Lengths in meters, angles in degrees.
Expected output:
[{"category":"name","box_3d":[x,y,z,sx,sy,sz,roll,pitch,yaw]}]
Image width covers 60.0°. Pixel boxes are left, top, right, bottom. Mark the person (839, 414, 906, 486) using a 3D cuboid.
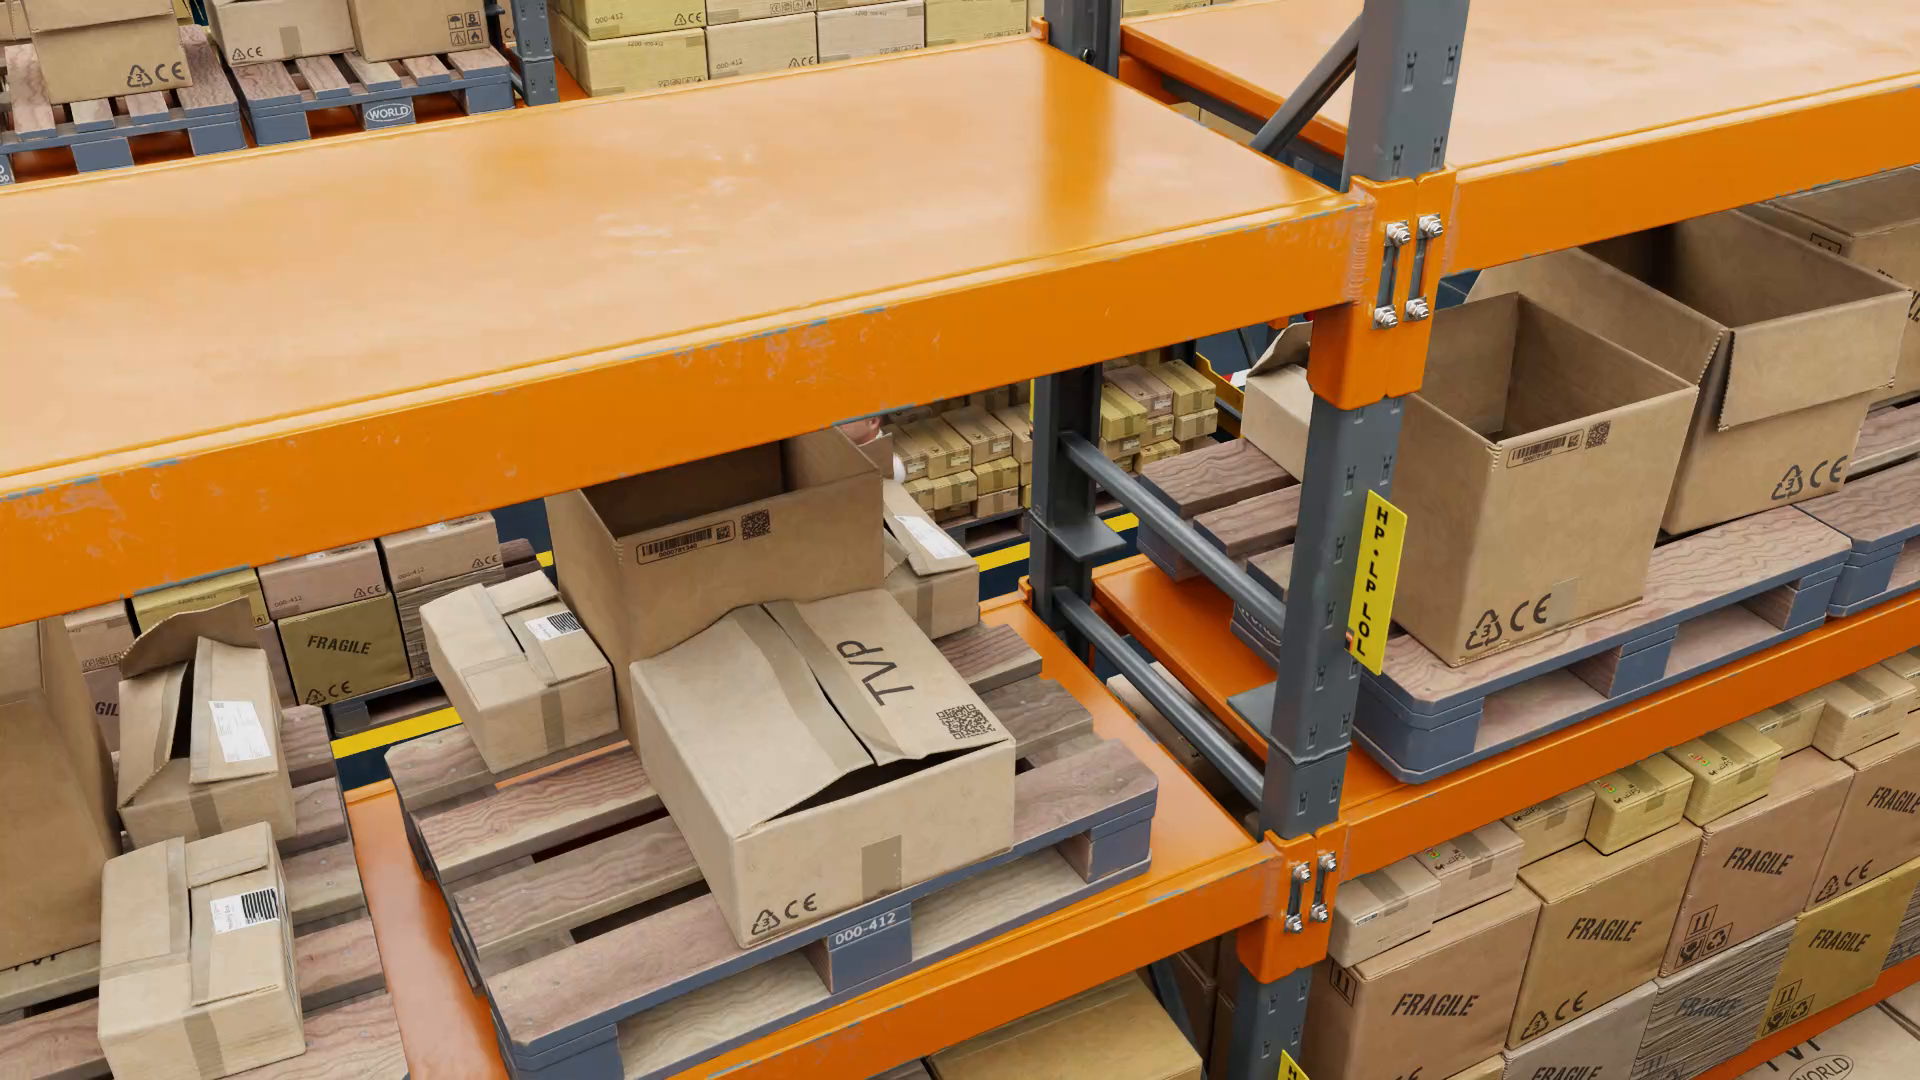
[{"category":"person","box_3d":[-0.540,0.132,7.429,0.545,1.779,0.525,-16,36,-23]}]
